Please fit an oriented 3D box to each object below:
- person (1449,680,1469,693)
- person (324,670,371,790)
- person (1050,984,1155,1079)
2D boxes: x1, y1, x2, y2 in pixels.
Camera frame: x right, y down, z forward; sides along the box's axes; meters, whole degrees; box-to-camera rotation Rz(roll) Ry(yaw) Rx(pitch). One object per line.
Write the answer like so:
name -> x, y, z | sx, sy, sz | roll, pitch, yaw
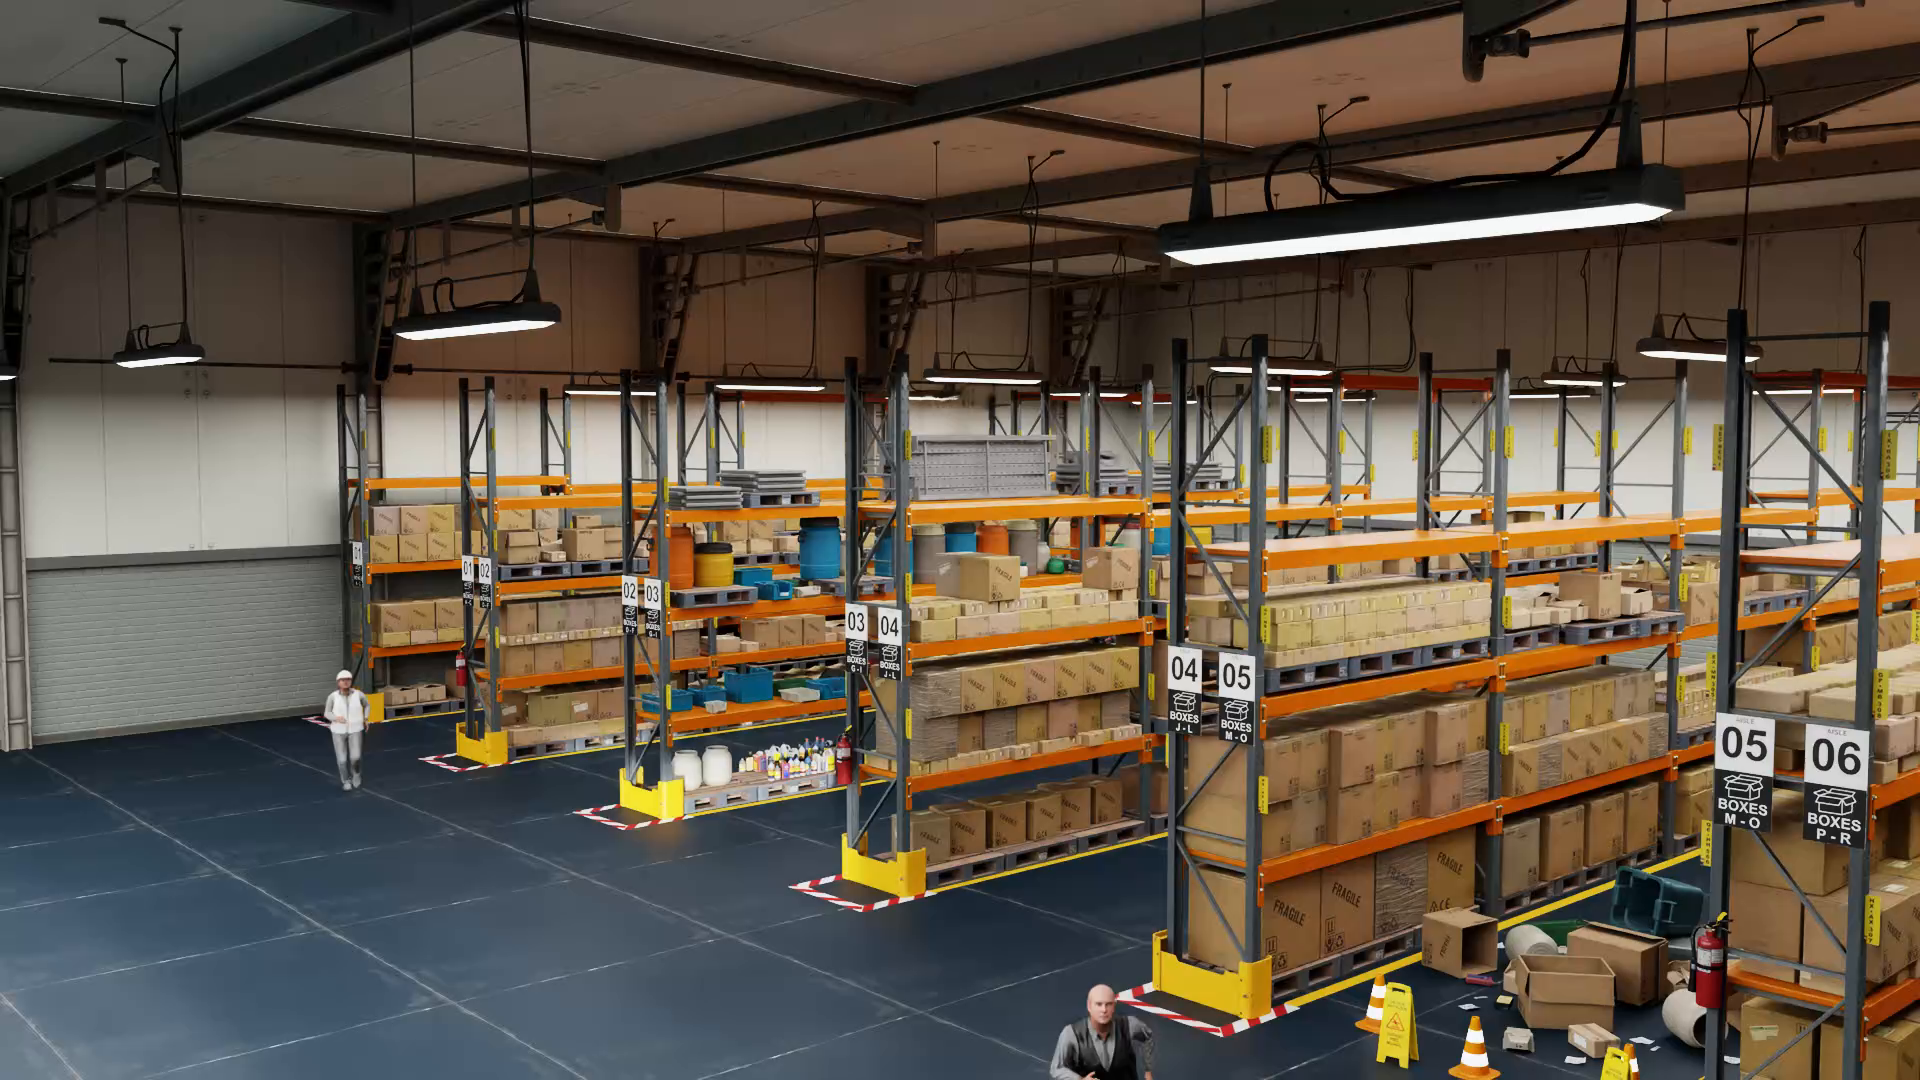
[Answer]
person -> 7.168, 2.764, 23.821 | 0.753, 1.753, 0.594 | -3, 5, -40
person -> -8.735, 2.726, 23.737 | 0.631, 1.732, 0.624 | -1, 4, -20
person -> 0.897, 3.627, 10.463 | 0.678, 1.764, 0.853 | 0, 4, 0
